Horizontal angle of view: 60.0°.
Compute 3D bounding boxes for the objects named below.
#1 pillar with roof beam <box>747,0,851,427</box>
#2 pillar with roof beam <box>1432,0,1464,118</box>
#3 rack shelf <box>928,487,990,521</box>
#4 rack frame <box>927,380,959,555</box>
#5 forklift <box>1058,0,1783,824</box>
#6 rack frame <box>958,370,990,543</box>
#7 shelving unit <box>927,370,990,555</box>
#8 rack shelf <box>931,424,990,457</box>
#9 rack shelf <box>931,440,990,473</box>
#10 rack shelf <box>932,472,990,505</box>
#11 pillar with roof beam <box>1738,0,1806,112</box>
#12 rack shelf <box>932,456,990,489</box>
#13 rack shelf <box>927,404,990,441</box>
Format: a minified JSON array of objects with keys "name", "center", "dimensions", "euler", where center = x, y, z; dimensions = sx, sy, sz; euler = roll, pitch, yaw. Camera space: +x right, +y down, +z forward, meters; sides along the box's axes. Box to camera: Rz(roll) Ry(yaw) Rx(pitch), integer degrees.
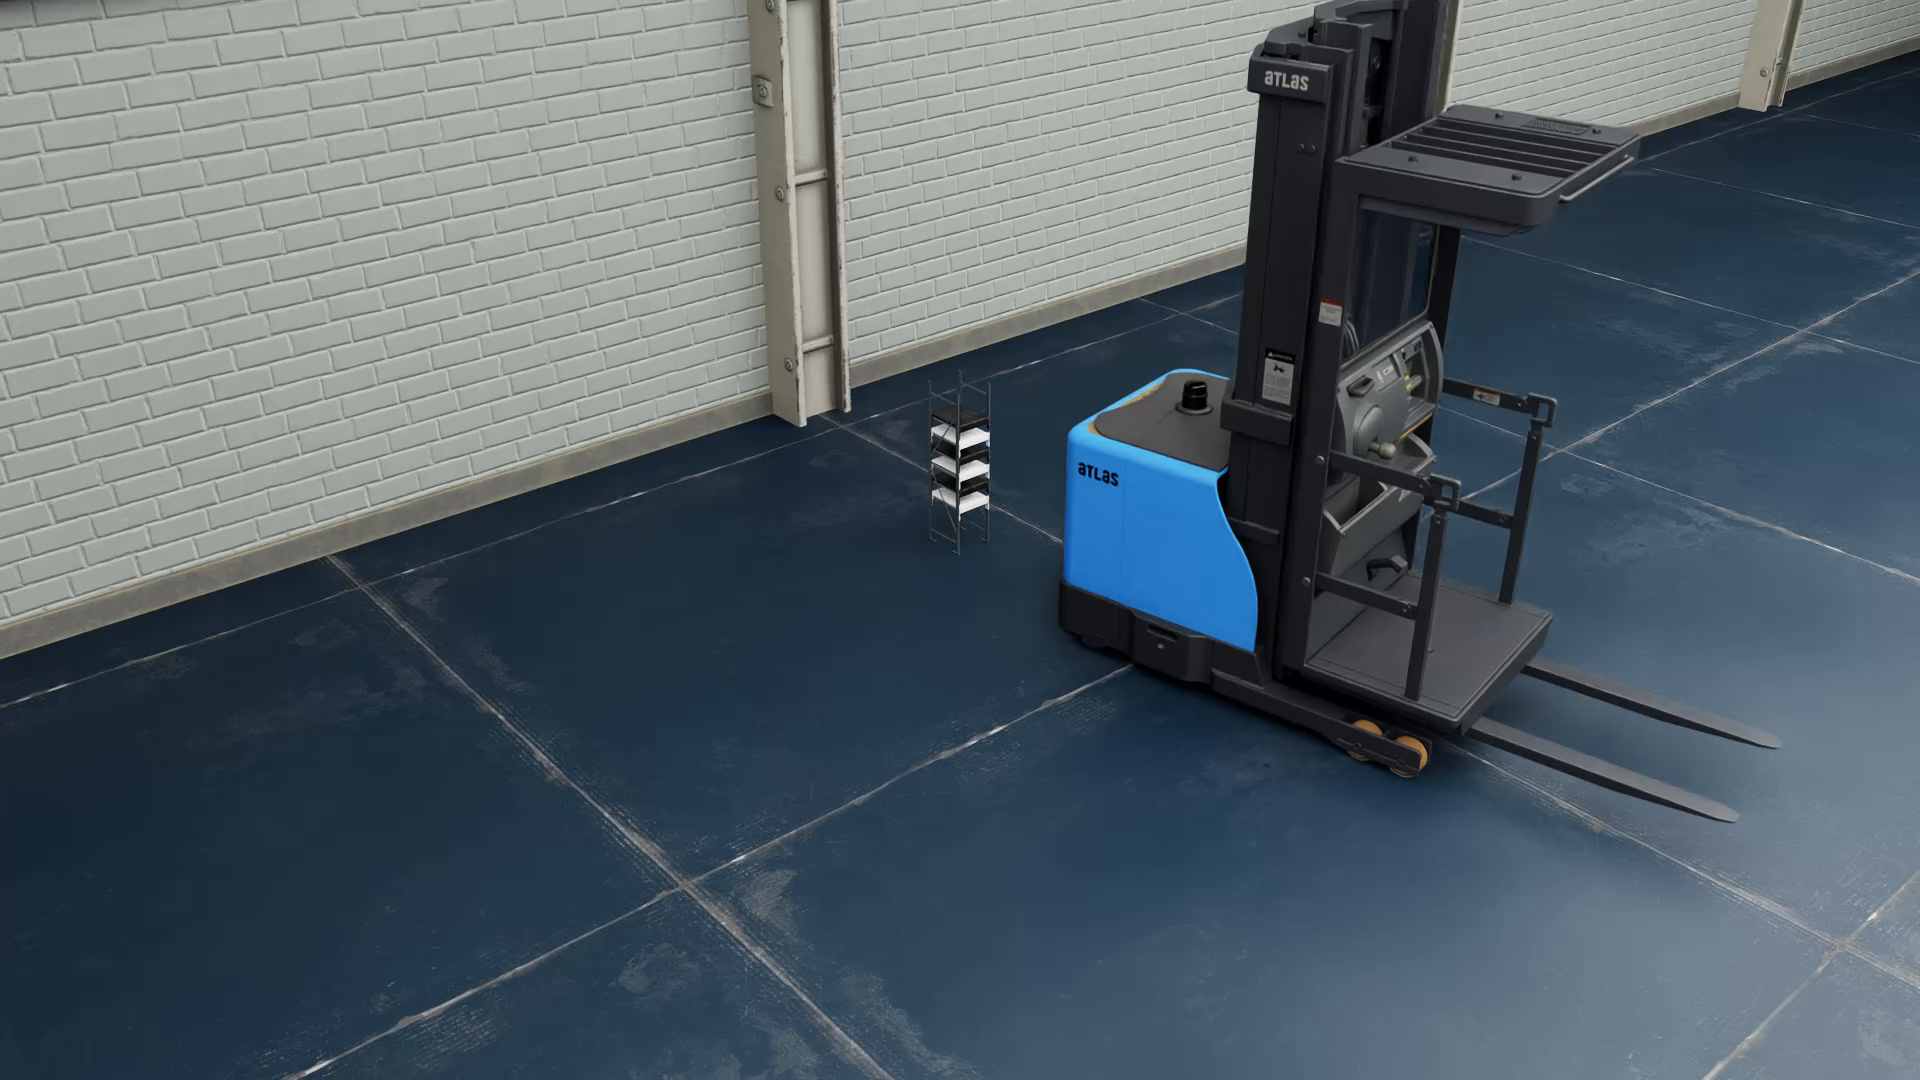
[{"name":"pillar with roof beam","center":[1.878,-3.220,5.228],"dimensions":[0.400,9.000,9.100],"euler":[-22,35,-35]},{"name":"pillar with roof beam","center":[6.442,-5.056,8.663],"dimensions":[0.400,9.000,9.100],"euler":[-22,35,-35]},{"name":"rack shelf","center":[-0.006,-0.206,8.634],"dimensions":[0.200,0.077,0.258],"euler":[-22,35,-35]},{"name":"rack frame","center":[-0.084,-0.363,8.475],"dimensions":[0.006,0.900,0.240],"euler":[-22,35,-35]},{"name":"forklift","center":[1.938,-0.591,6.746],"dimensions":[3.031,2.935,1.130],"euler":[20,34,33]},{"name":"rack frame","center":[0.071,-0.425,8.591],"dimensions":[0.006,0.900,0.240],"euler":[-22,35,-35]},{"name":"shelving unit","center":[-0.006,-0.394,8.533],"dimensions":[0.210,0.900,0.258],"euler":[-22,35,-35]},{"name":"rack shelf","center":[-0.006,-0.524,8.464],"dimensions":[0.200,0.077,0.258],"euler":[-22,35,-35]},{"name":"rack shelf","center":[-0.006,-0.444,8.507],"dimensions":[0.200,0.077,0.258],"euler":[-22,35,-35]},{"name":"rack shelf","center":[-0.006,-0.286,8.591],"dimensions":[0.200,0.077,0.258],"euler":[-22,35,-35]},{"name":"pillar with roof beam","center":[11.007,-6.891,12.098],"dimensions":[0.400,9.000,9.100],"euler":[-22,35,-35]},{"name":"rack shelf","center":[-0.006,-0.365,8.549],"dimensions":[0.200,0.077,0.258],"euler":[-22,35,-35]},{"name":"rack shelf","center":[-0.006,-0.603,8.422],"dimensions":[0.200,0.077,0.258],"euler":[-22,35,-35]}]
